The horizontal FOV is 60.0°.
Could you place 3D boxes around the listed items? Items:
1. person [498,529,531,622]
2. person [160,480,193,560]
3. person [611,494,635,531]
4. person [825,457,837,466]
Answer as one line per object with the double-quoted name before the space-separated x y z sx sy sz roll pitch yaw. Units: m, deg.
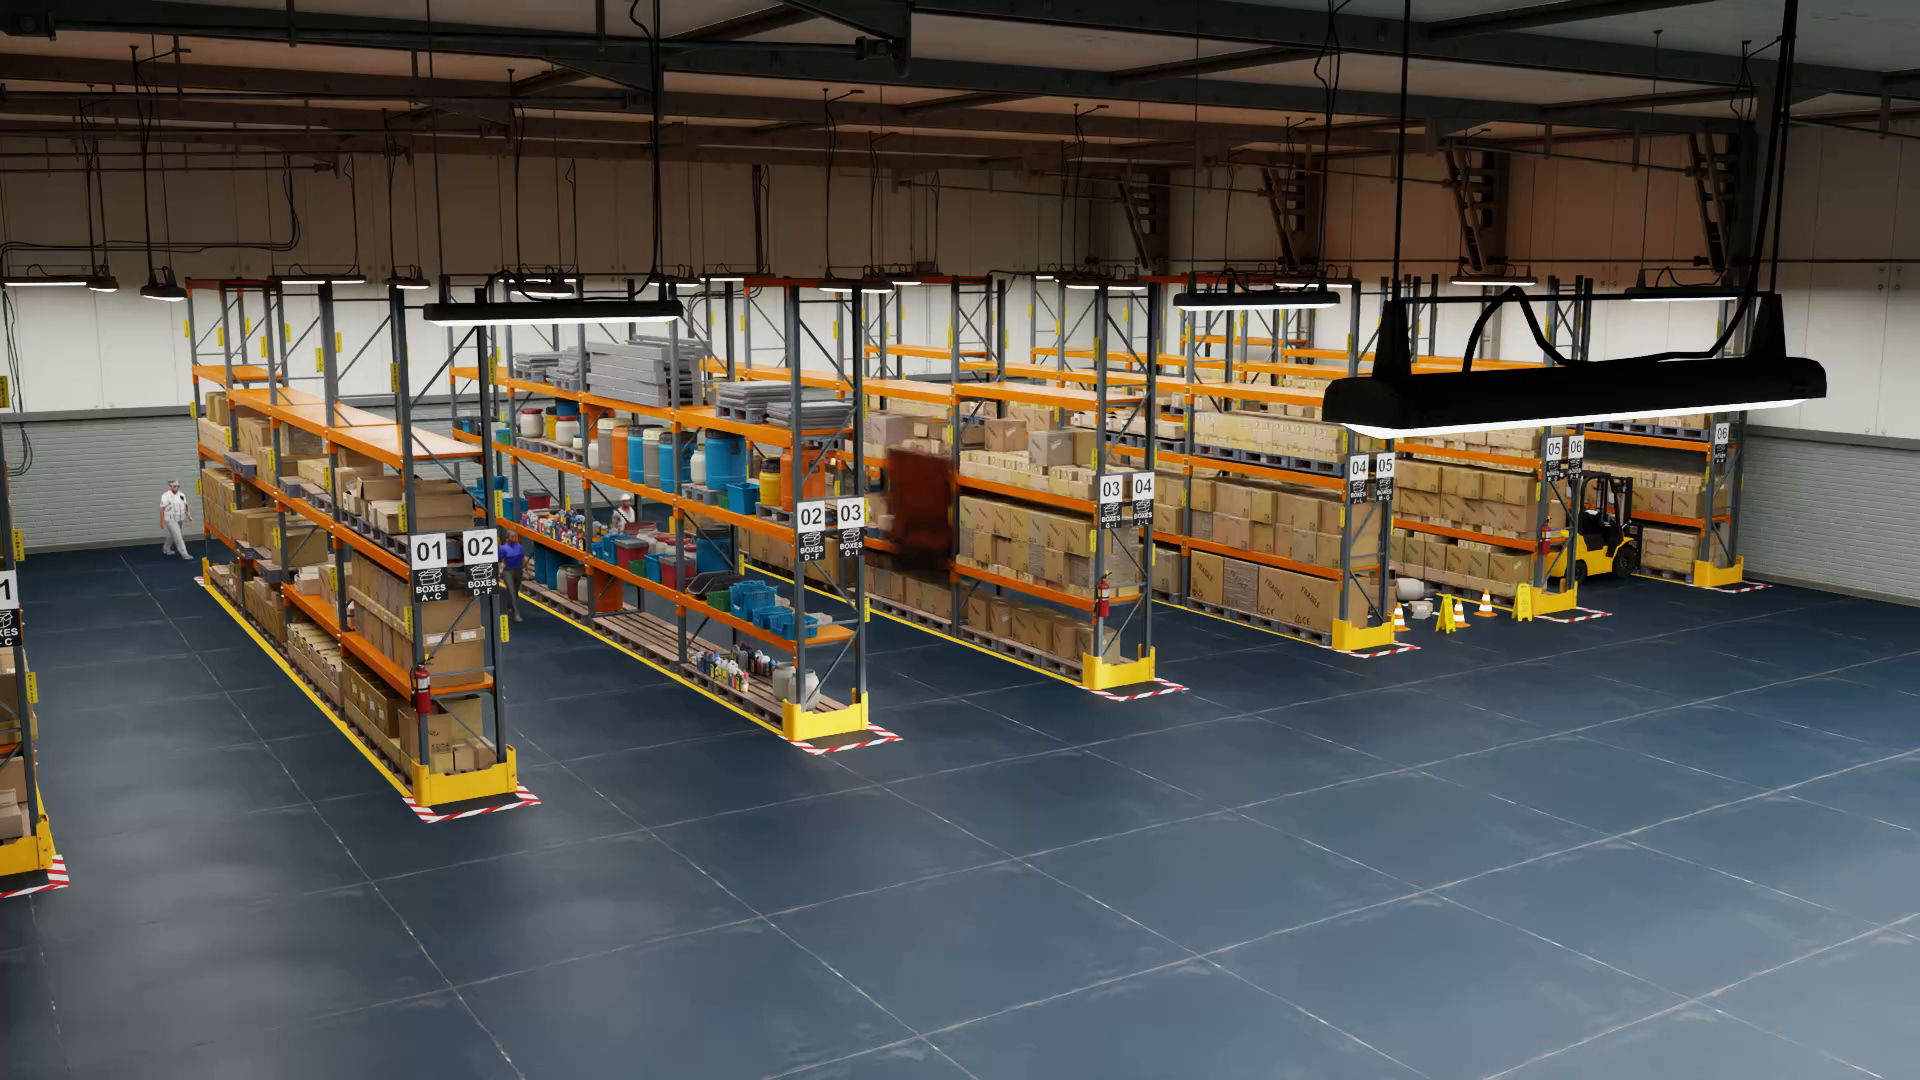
"person" -7.948 0.646 29.578 0.528 1.486 1.033 -6 11 -33
"person" -16.747 -0.460 35.488 1.125 1.690 0.564 4 10 23
"person" -6.602 -0.062 33.046 1.093 1.741 0.609 8 13 41
"person" -3.298 -1.493 41.593 0.589 1.697 1.099 0 10 3
